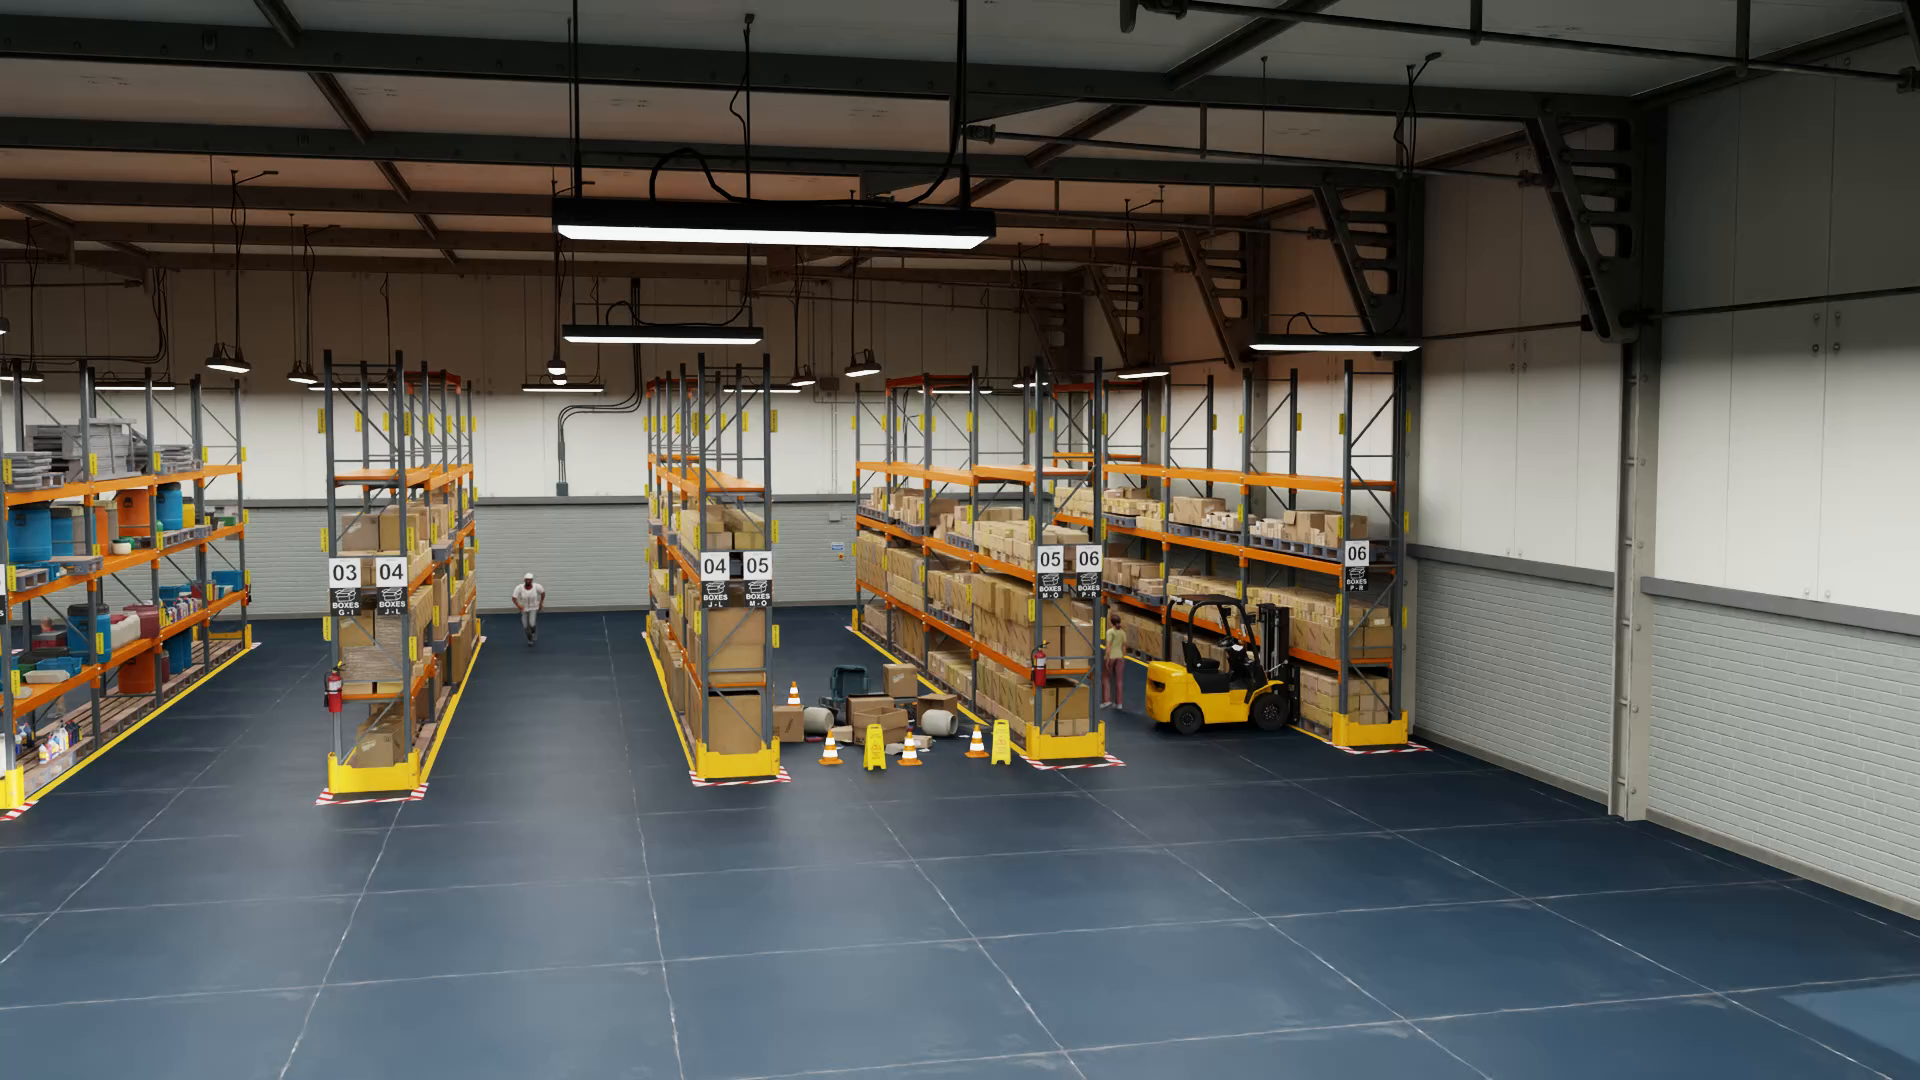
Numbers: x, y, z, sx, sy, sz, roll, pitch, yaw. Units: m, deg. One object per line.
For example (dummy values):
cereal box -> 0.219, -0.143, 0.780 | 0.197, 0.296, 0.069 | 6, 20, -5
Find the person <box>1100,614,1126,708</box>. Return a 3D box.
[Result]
person -> 2.739, 2.159, 29.297 | 0.458, 1.715, 0.595 | -1, 4, -19

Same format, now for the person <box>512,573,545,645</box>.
person -> -9.727, 1.561, 37.522 | 0.679, 1.665, 0.696 | 0, 4, -5

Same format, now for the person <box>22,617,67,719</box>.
person -> -15.631, 2.171, 28.309 | 0.810, 1.728, 0.632 | 1, 4, 16
